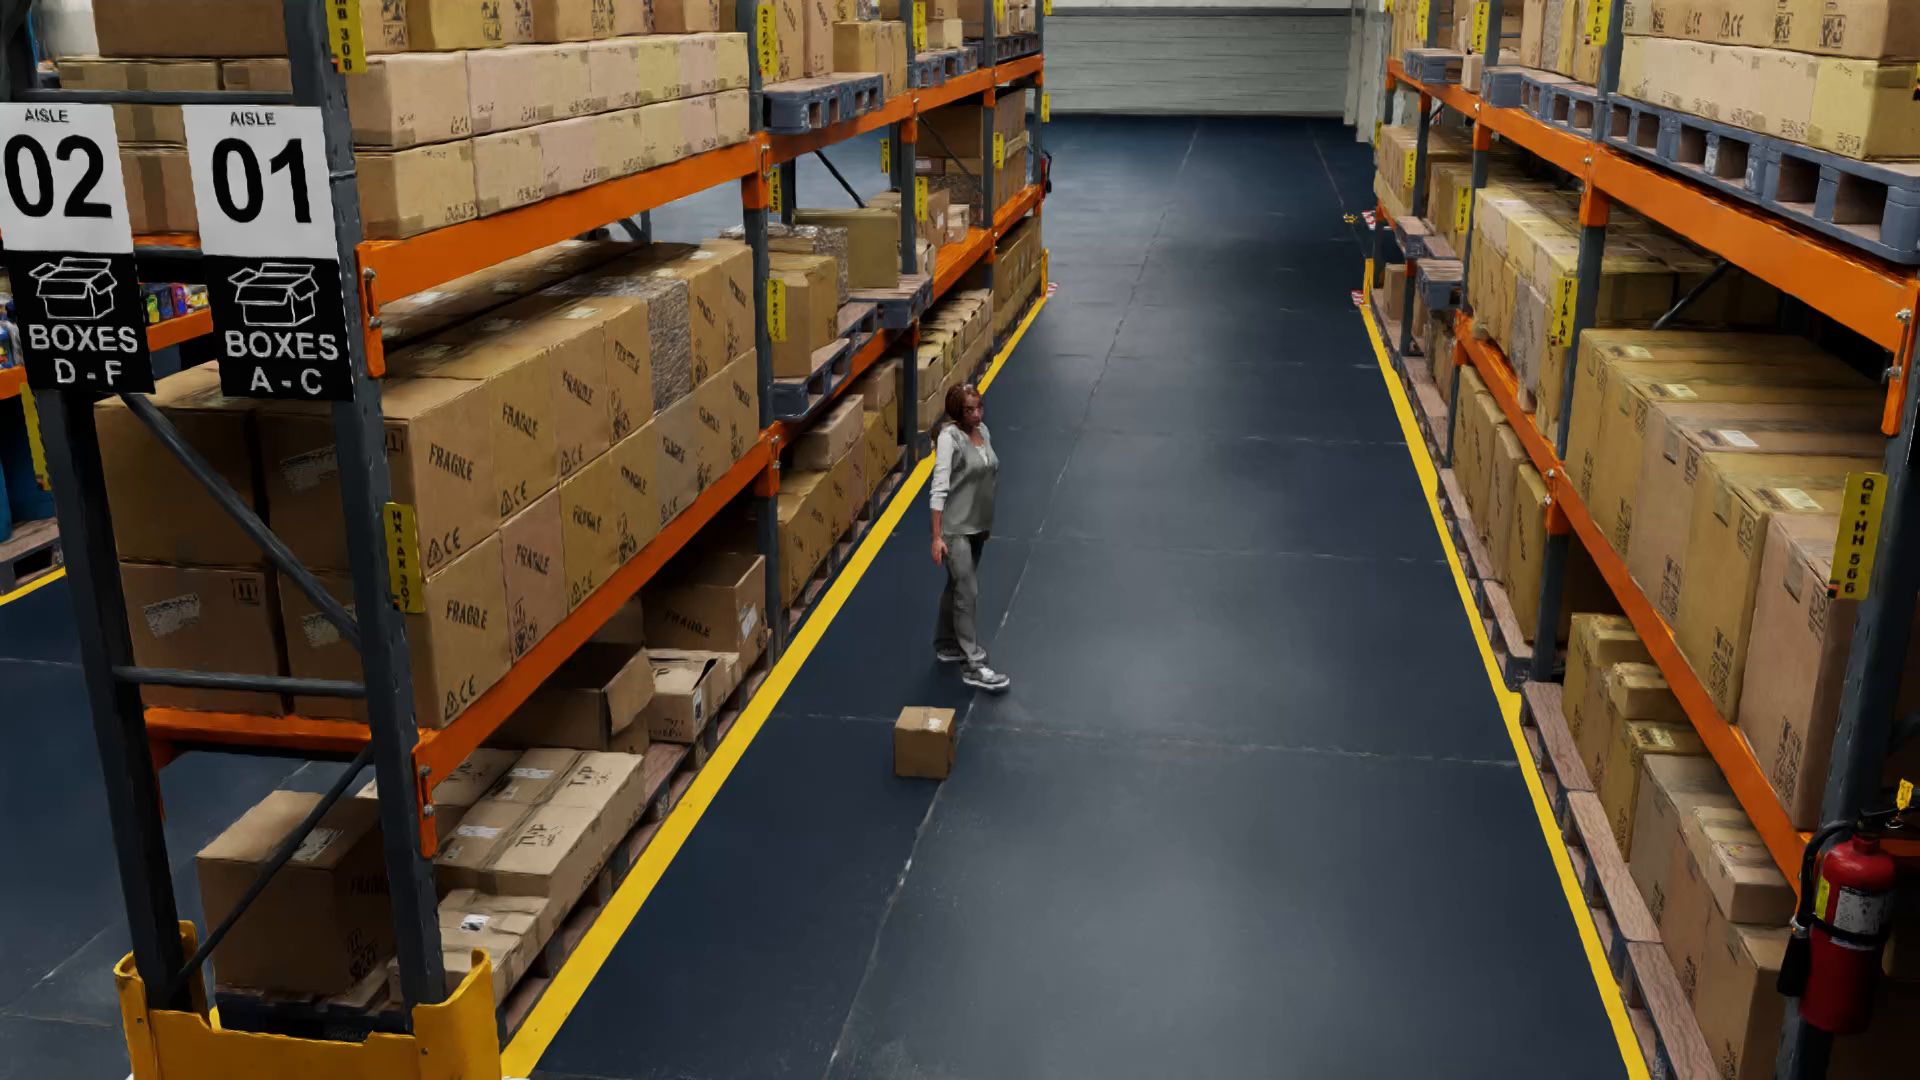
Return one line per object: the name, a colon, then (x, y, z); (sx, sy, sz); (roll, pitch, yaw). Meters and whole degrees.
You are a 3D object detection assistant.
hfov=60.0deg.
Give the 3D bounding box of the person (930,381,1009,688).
person: (0.052, -0.032, 8.605); (0.561, 1.593, 0.592); (10, 21, 28)
